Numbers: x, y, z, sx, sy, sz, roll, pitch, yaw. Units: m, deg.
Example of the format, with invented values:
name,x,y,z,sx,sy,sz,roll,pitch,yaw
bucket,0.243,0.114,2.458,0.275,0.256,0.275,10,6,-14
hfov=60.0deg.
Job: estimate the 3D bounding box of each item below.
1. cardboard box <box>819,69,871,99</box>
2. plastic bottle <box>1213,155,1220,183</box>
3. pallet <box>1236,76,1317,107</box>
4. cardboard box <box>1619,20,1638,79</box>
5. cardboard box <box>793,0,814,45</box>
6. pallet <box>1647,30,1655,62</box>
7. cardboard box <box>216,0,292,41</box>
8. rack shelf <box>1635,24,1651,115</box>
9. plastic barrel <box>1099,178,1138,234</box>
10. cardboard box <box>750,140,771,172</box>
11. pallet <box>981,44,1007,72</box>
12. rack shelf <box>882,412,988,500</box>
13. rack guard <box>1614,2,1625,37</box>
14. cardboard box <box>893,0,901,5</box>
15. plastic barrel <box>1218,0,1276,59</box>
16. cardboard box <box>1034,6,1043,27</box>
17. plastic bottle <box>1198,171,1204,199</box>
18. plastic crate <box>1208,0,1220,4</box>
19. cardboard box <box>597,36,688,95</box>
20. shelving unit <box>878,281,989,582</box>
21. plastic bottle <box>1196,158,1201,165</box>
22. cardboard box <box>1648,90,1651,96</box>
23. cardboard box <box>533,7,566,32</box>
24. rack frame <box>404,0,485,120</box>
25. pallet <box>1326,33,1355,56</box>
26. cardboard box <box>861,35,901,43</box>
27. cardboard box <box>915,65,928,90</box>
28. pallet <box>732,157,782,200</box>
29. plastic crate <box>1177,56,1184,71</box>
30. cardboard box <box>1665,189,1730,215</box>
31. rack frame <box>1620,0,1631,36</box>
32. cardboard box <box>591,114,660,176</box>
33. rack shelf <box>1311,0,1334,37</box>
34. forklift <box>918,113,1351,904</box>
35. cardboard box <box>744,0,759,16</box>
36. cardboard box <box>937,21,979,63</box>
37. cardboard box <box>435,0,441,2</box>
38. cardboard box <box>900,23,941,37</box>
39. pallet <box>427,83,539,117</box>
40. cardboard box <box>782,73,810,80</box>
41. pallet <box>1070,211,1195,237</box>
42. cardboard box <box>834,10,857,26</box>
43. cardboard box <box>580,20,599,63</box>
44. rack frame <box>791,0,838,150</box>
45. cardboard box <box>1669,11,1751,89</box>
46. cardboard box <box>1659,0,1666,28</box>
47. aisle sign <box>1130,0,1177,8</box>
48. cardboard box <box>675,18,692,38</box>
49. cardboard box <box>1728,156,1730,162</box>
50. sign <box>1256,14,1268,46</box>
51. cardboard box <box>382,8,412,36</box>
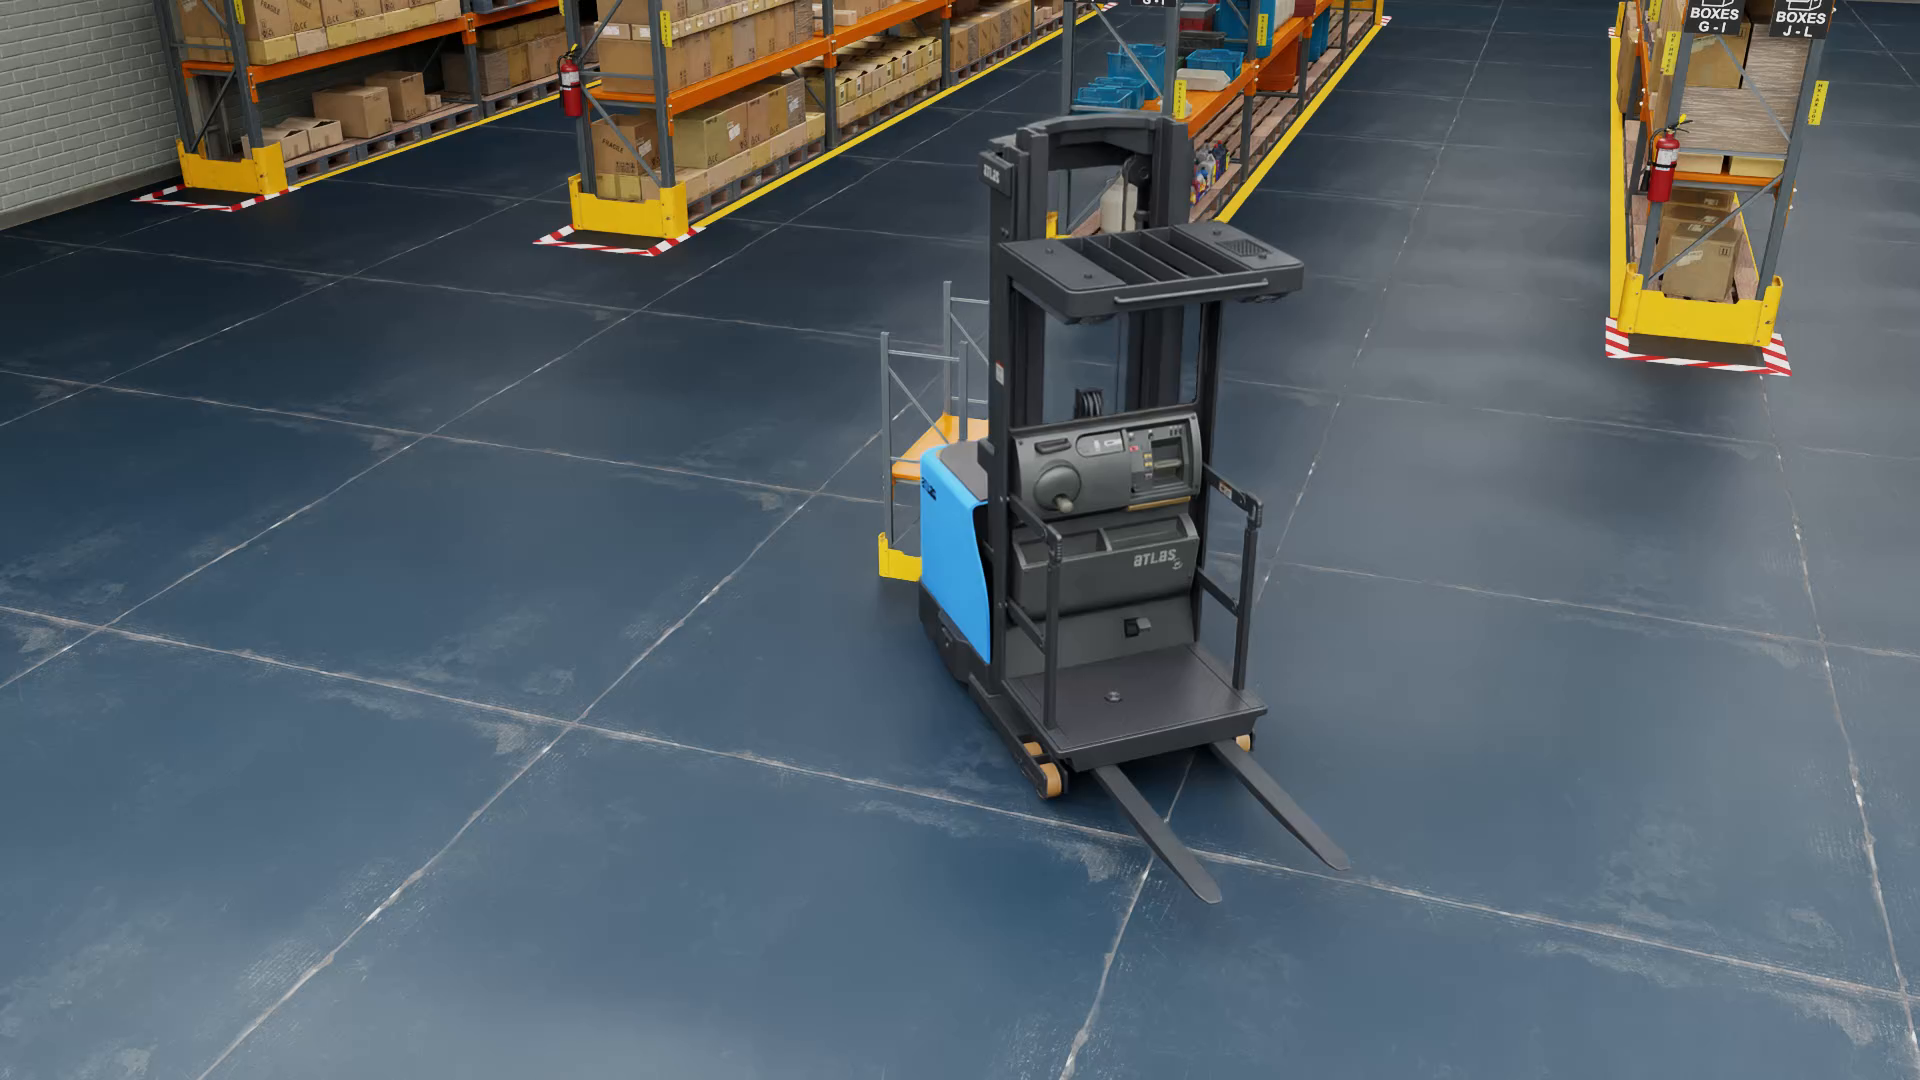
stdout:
name,x,y,z,sx,sy,sz,roll,pitch,yaw
cardboard box,-1.418,-5.661,20.529,0.500,0.311,0.500,8,27,17
plastic bottle,2.686,-3.916,17.507,0.061,0.283,0.133,11,28,21
pallet,4.262,-6.117,22.642,1.003,0.211,1.213,9,27,17
cardboard box,9.262,-6.202,21.574,1.225,0.875,0.875,9,27,18
cardboard box,-2.104,-5.980,19.044,0.700,0.500,0.500,8,27,16
pallet,8.089,-5.418,18.219,1.003,0.211,1.213,9,27,17
cardboard box,-7.524,-5.623,17.710,0.500,0.500,0.500,9,27,18
rack shelf,8.044,-5.178,18.328,1.077,0.370,4.000,9,27,17
plastic barrel,1.523,-3.105,15.595,0.421,0.512,0.421,0,26,0
cardboard box,-2.404,-4.230,18.218,0.500,0.250,0.500,9,27,17
pallet,0.061,-7.308,25.101,1.003,0.211,1.213,9,27,17
rack shelf,-0.028,-0.478,9.929,0.538,0.185,1.000,9,27,17
rack guard,11.379,-8.496,27.224,1.175,0.500,0.348,9,27,17
cardboard box,-1.002,-7.117,21.795,0.380,0.149,0.250,11,28,21
plastic barrel,3.122,-5.739,18.086,0.600,0.901,0.708,9,27,17
cardboard box,1.044,-8.535,27.016,0.500,0.311,0.500,9,27,17
plastic bottle,2.421,-3.607,16.883,0.097,0.271,0.097,0,26,0
plastic crate,3.212,-6.451,20.059,0.402,0.464,0.583,9,27,17
cardboard box,-3.126,-4.709,16.420,0.700,0.500,0.500,9,27,17
shelving unit,-0.025,-0.644,9.858,0.587,1.500,1.083,9,27,17
plastic bottle,2.488,-3.860,17.393,0.061,0.283,0.133,9,27,17
cardboard box,6.928,-4.422,16.228,0.380,0.149,0.250,9,27,17
cardboard box,-5.743,-7.361,23.514,0.500,0.250,0.500,9,27,18
rack frame,-6.635,-6.835,20.925,1.000,3.000,0.127,9,27,17
pallet,5.578,-7.739,25.991,1.003,0.211,1.213,9,27,17
cardboard box,-1.082,-6.793,22.868,0.500,0.311,0.500,10,27,19
cardboard box,-0.744,-6.250,22.389,0.500,0.250,0.500,8,27,17
pallet,-2.671,-4.039,18.351,1.003,0.211,1.213,9,27,17
plastic crate,1.990,-4.786,16.936,0.450,0.188,0.662,9,27,17
cardboard box,6.663,-2.860,15.101,0.500,0.500,0.500,11,28,22
rack frame,11.371,-9.612,26.659,1.000,3.000,0.127,9,27,17
cardboard box,-3.396,-4.027,16.938,0.500,0.500,0.500,9,27,17
rack shelf,4.704,-7.540,23.207,1.077,0.370,4.000,9,27,17
forklift,0.775,-0.319,7.545,1.130,2.935,3.031,-10,27,-19
cardboard box,-2.360,-5.681,17.683,0.380,0.149,0.250,10,27,19
cardboard box,-0.041,-7.197,24.035,0.500,0.500,0.500,8,27,16
cardboard box,-6.501,-6.875,20.296,0.500,0.500,0.500,9,27,17
cardboard box,-0.541,-7.253,24.152,0.500,0.500,0.500,10,28,19
pallet,-6.377,-5.900,22.194,1.003,0.211,1.213,9,27,17
cardboard box,-2.098,-5.530,20.259,0.500,0.311,0.500,9,27,17
pallet,1.633,-2.871,15.937,1.003,0.211,1.213,9,27,17
cardboard box,-1.475,-6.340,20.190,0.380,0.149,0.250,9,27,17
cardboard box,-5.494,-7.248,24.142,0.700,0.500,0.500,9,27,18
rack frame,-1.962,-6.118,19.444,1.000,3.000,0.127,9,27,17
cardboard box,5.997,-3.927,13.315,0.500,0.500,0.500,9,27,17
cardboard box,6.989,-5.161,15.864,0.500,0.500,0.500,9,27,17
aisle sign,1.629,-4.853,13.847,0.394,0.787,0.004,9,27,17
cardboard box,-2.874,-5.050,16.380,0.380,0.149,0.250,8,27,16
cardboard box,6.468,-3.106,13.511,0.380,0.149,0.250,9,27,17
sign,3.223,-5.439,17.723,0.100,0.325,0.005,9,27,17
cardboard box,-6.833,-6.126,19.609,0.500,0.250,0.500,9,27,17
